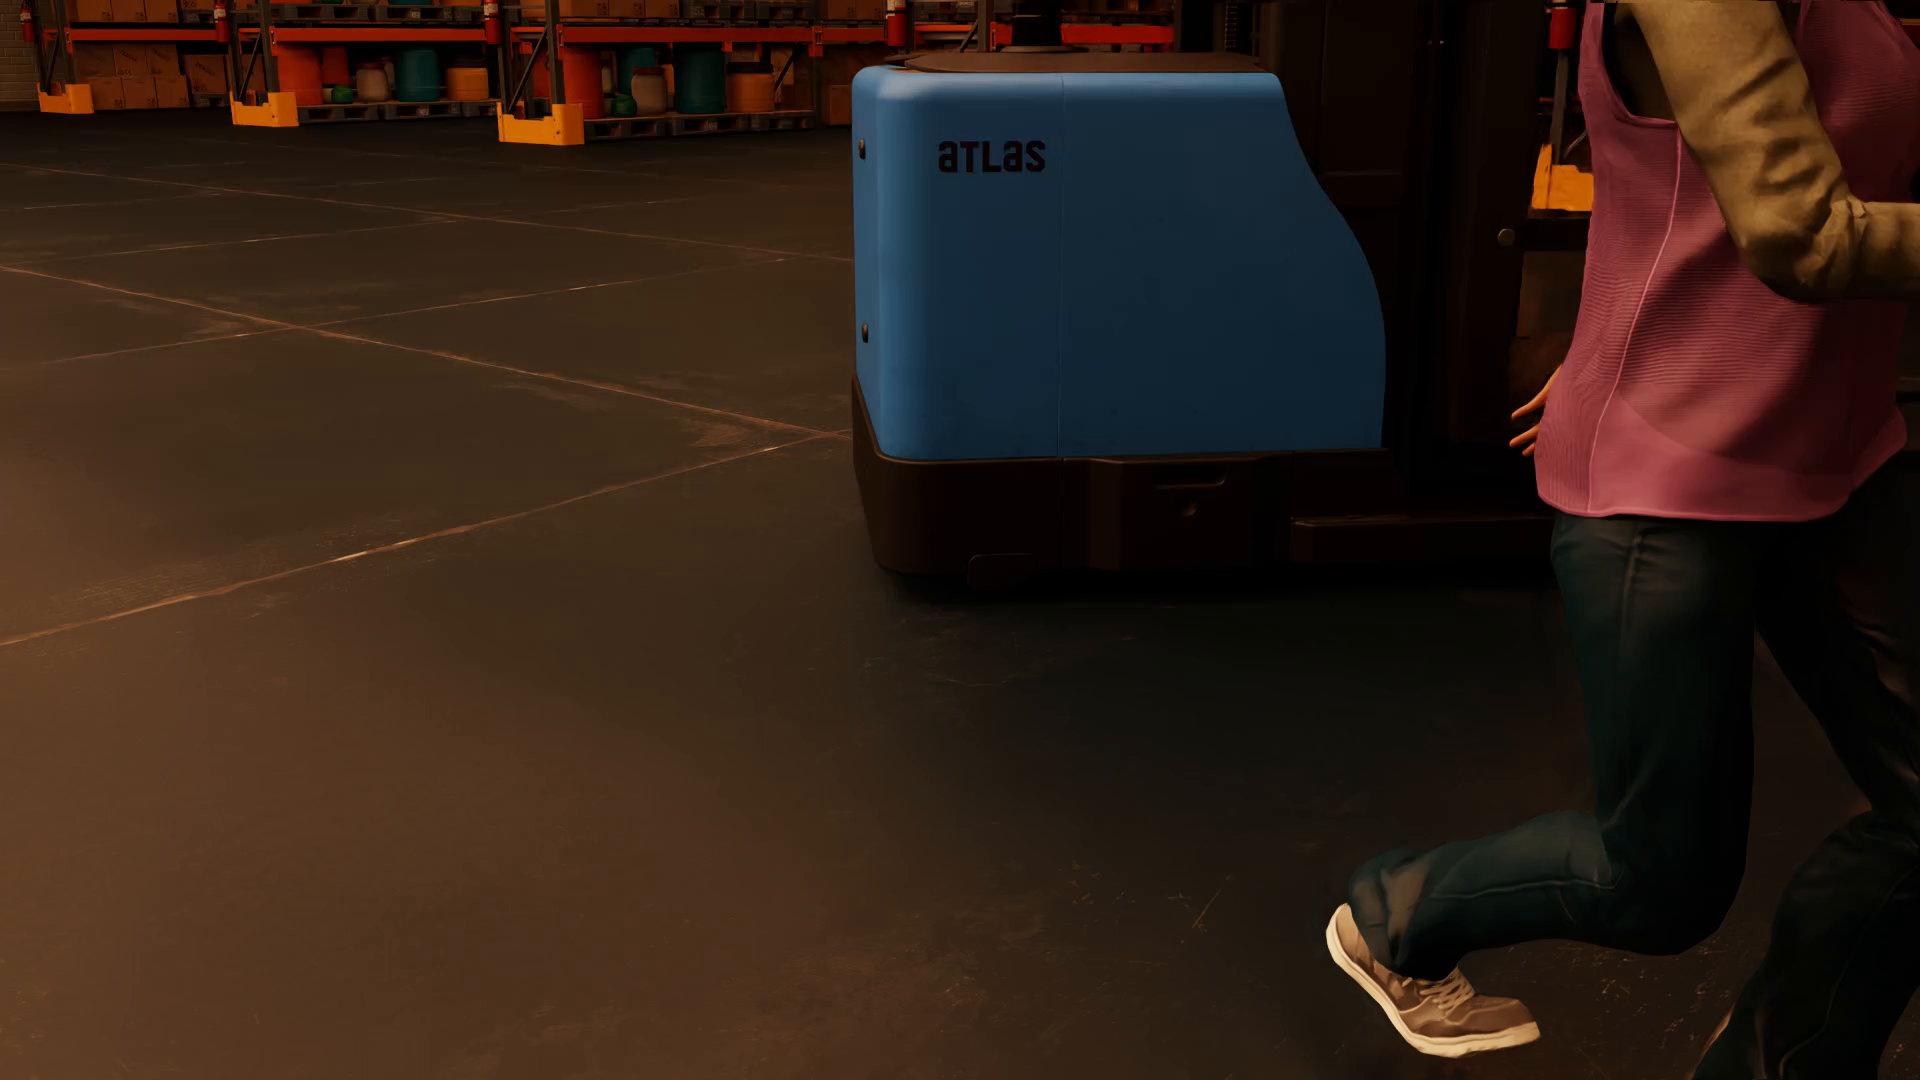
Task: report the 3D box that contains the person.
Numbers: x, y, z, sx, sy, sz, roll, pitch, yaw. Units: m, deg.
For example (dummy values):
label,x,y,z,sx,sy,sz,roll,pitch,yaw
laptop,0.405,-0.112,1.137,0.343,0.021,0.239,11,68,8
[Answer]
label,x,y,z,sx,sy,sz,roll,pitch,yaw
person,0.721,-0.064,1.585,0.465,1.519,0.720,-12,21,-35

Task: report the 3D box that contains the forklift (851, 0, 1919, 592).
label,x,y,z,sx,sy,sz,roll,pitch,yaw
forklift,1.277,-1.461,3.710,3.031,2.935,1.130,-2,17,-7
